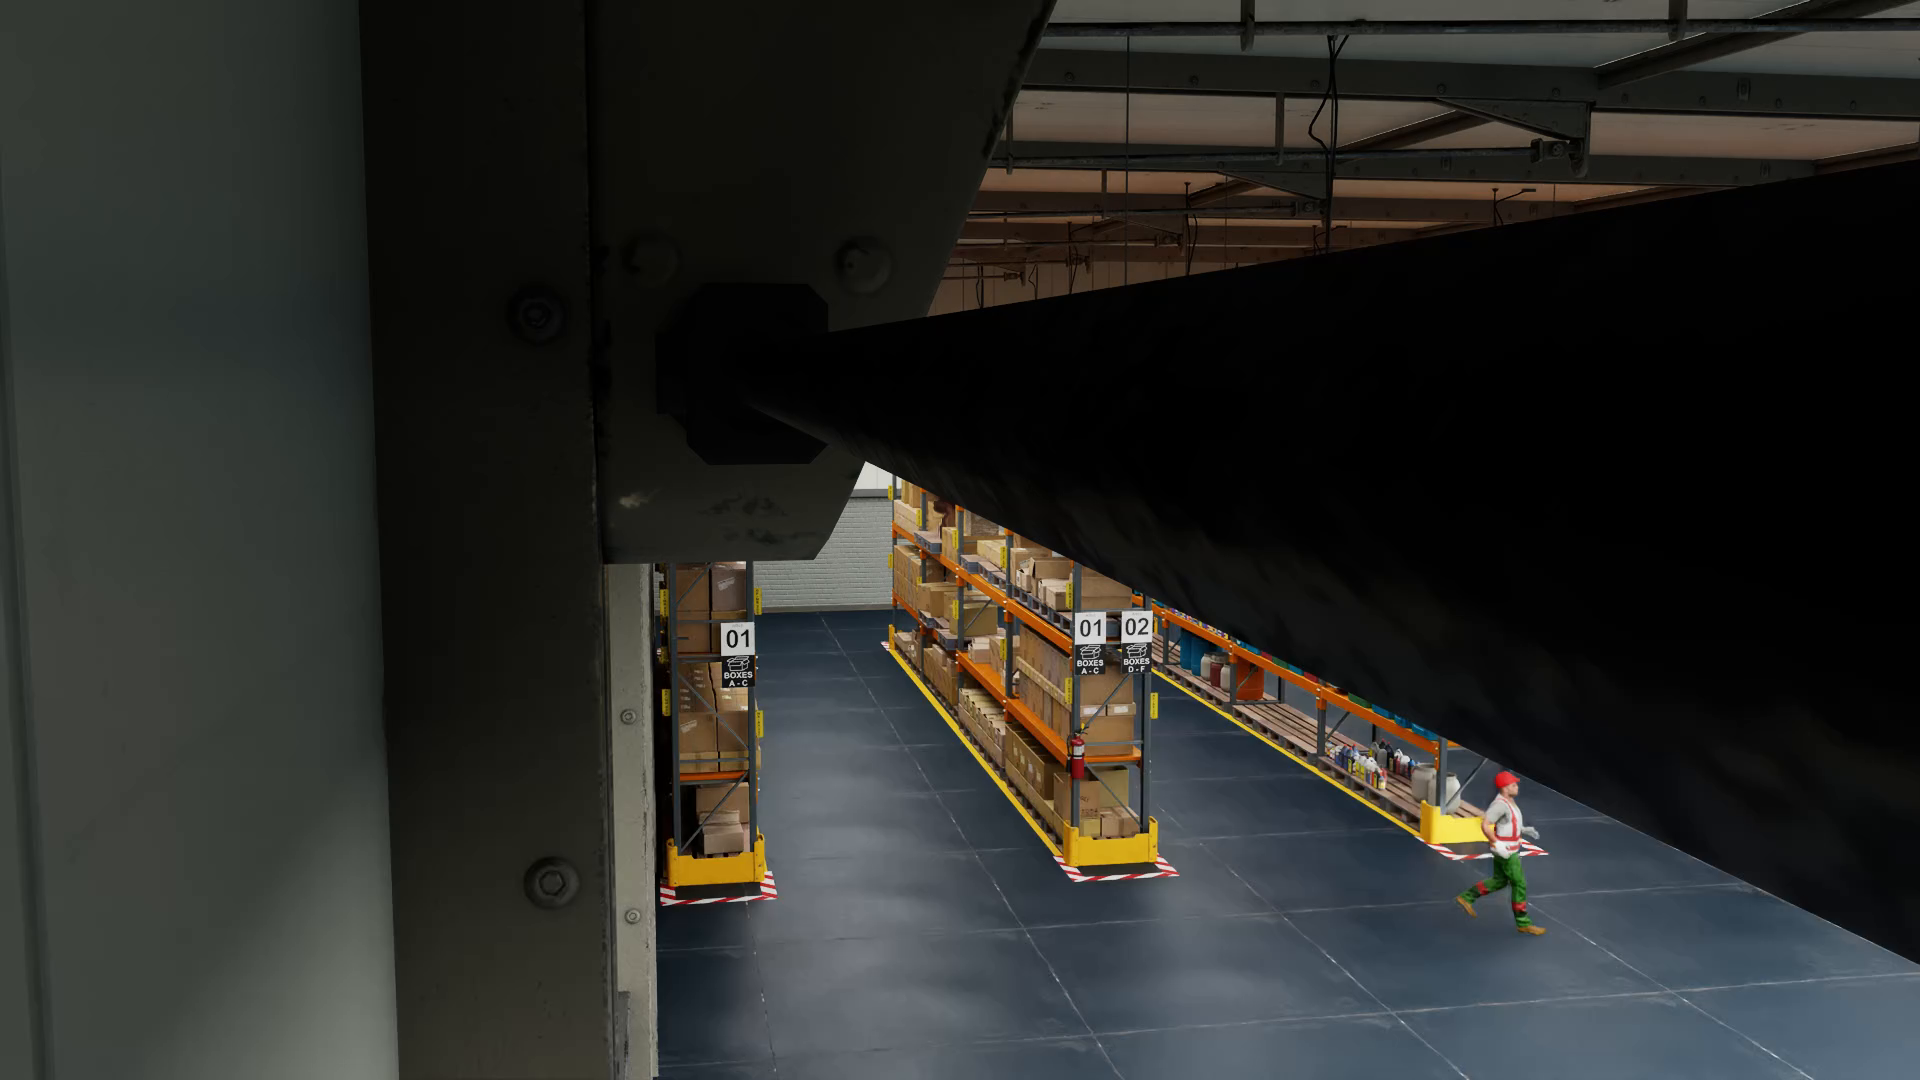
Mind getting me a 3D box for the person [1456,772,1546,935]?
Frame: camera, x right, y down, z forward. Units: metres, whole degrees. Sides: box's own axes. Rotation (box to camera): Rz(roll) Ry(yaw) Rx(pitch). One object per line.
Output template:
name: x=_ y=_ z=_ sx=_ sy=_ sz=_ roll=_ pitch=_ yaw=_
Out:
person: x=6.012 y=3.437 z=18.414 sx=0.977 sy=1.768 sz=0.678 roll=3 pitch=7 yaw=23
